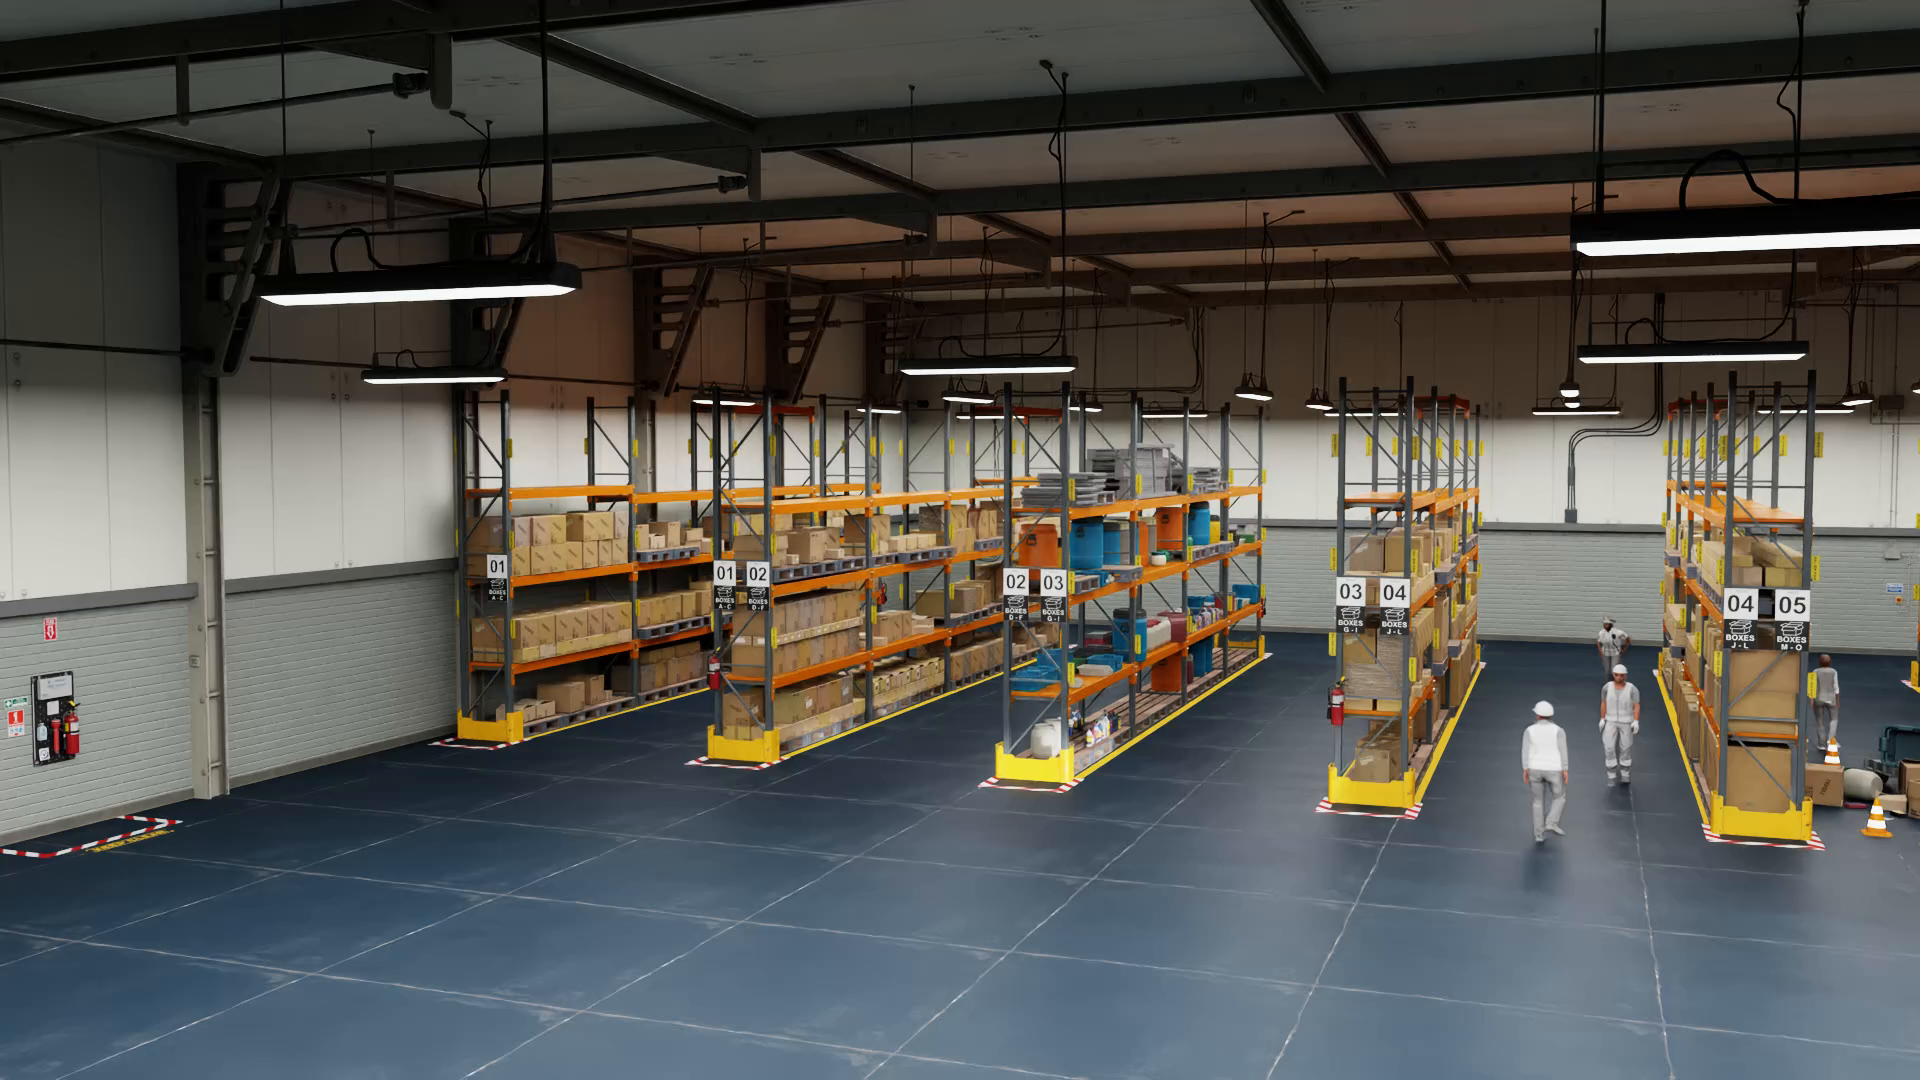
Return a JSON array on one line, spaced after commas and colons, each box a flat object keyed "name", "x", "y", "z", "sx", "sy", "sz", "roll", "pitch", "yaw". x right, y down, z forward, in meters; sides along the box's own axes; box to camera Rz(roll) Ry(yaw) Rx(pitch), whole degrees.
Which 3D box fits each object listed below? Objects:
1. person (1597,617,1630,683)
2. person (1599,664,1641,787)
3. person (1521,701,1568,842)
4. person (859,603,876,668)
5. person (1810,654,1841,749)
[{"name": "person", "x": 13.306, "y": 2.342, "z": 33.844, "sx": 0.632, "sy": 1.601, "sz": 0.719, "roll": 2, "pitch": 4, "yaw": 32}, {"name": "person", "x": 9.814, "y": 2.764, "z": 24.754, "sx": 0.597, "sy": 1.842, "sz": 0.530, "roll": 2, "pitch": 4, "yaw": 31}, {"name": "person", "x": 7.456, "y": 2.943, "z": 21.200, "sx": 0.573, "sy": 1.763, "sz": 0.478, "roll": 2, "pitch": 4, "yaw": 31}, {"name": "person", "x": -1.991, "y": 2.205, "z": 35.973, "sx": 0.469, "sy": 1.669, "sz": 0.745, "roll": 0, "pitch": 3, "yaw": 6}, {"name": "person", "x": 14.344, "y": 2.698, "z": 27.555, "sx": 0.462, "sy": 1.583, "sz": 0.480, "roll": 1, "pitch": 3, "yaw": 19}]
